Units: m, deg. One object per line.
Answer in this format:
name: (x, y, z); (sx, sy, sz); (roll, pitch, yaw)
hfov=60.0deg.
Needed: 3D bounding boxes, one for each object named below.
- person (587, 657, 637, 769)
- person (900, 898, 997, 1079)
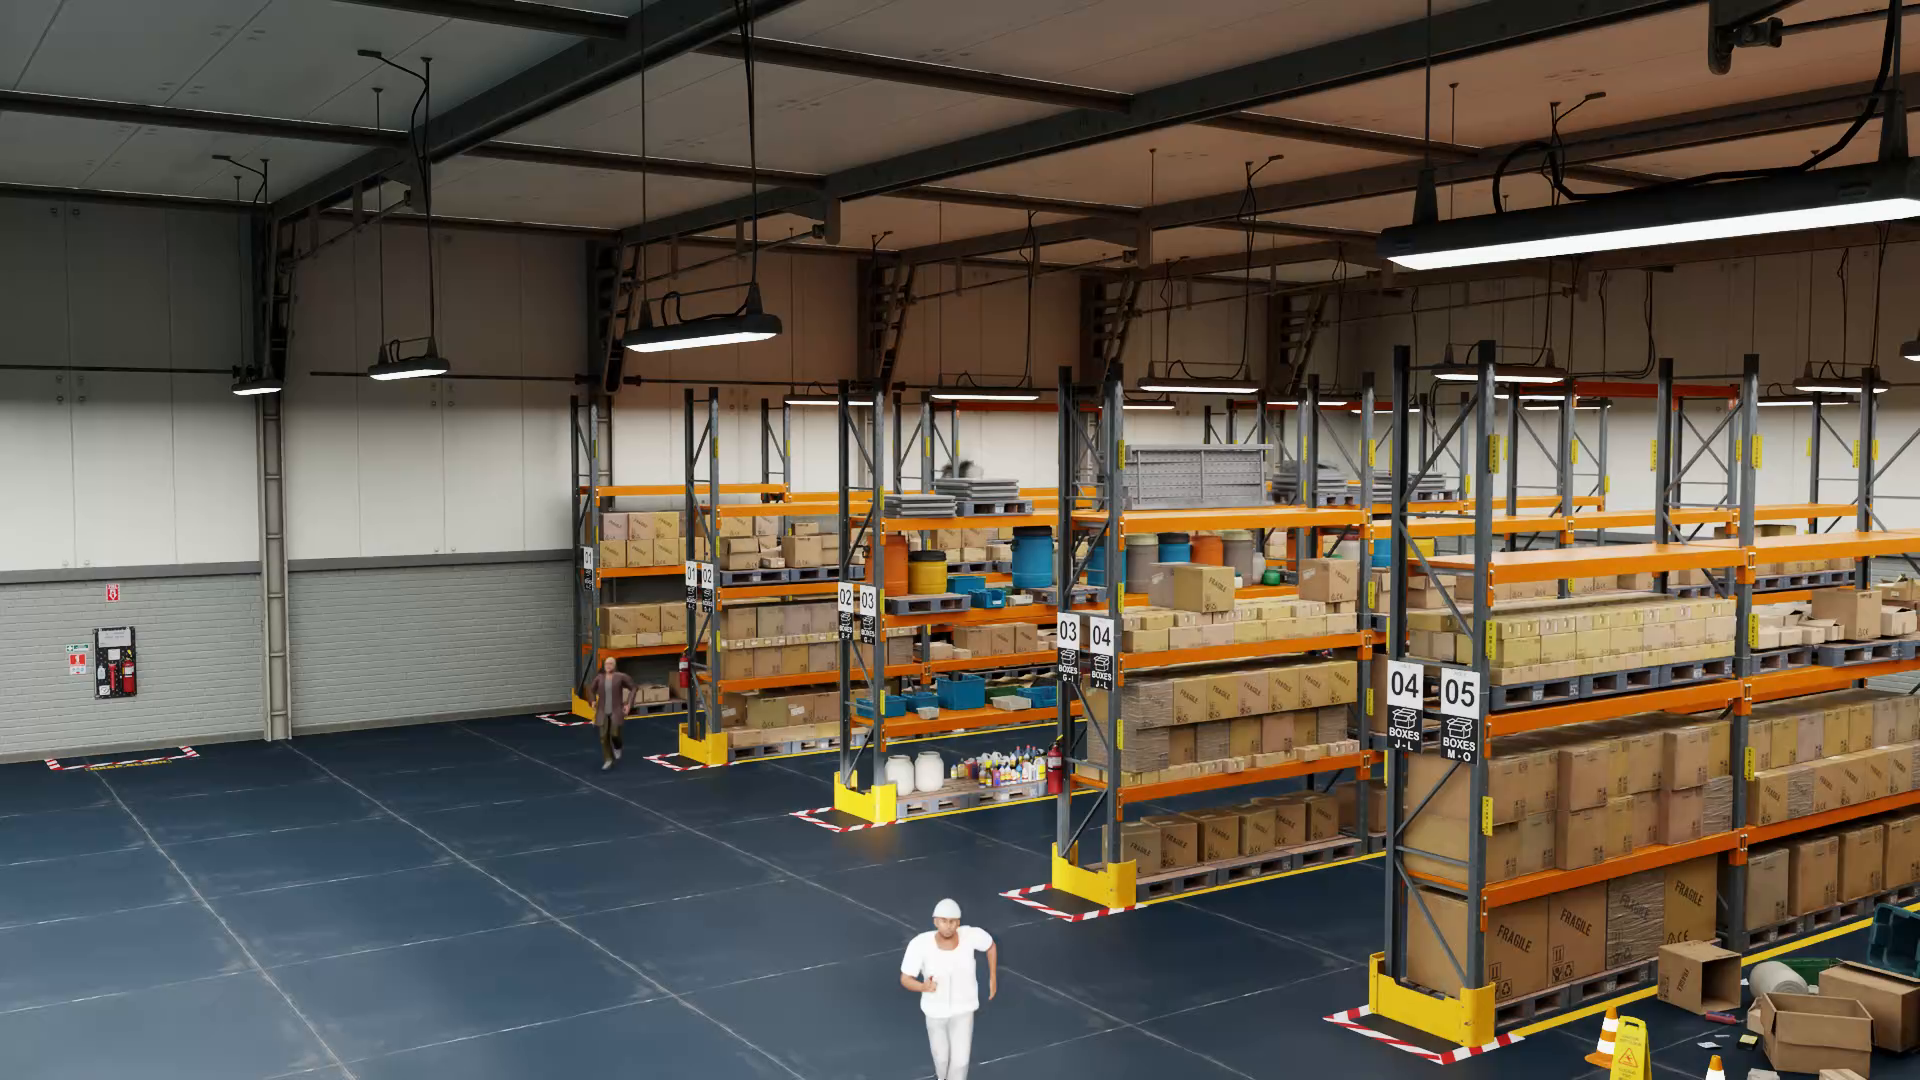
person: (-5.518, 2.728, 26.327); (0.770, 1.757, 0.672); (0, 3, -1)
person: (-0.080, 3.541, 12.458); (0.727, 1.802, 0.848); (0, 3, -1)
